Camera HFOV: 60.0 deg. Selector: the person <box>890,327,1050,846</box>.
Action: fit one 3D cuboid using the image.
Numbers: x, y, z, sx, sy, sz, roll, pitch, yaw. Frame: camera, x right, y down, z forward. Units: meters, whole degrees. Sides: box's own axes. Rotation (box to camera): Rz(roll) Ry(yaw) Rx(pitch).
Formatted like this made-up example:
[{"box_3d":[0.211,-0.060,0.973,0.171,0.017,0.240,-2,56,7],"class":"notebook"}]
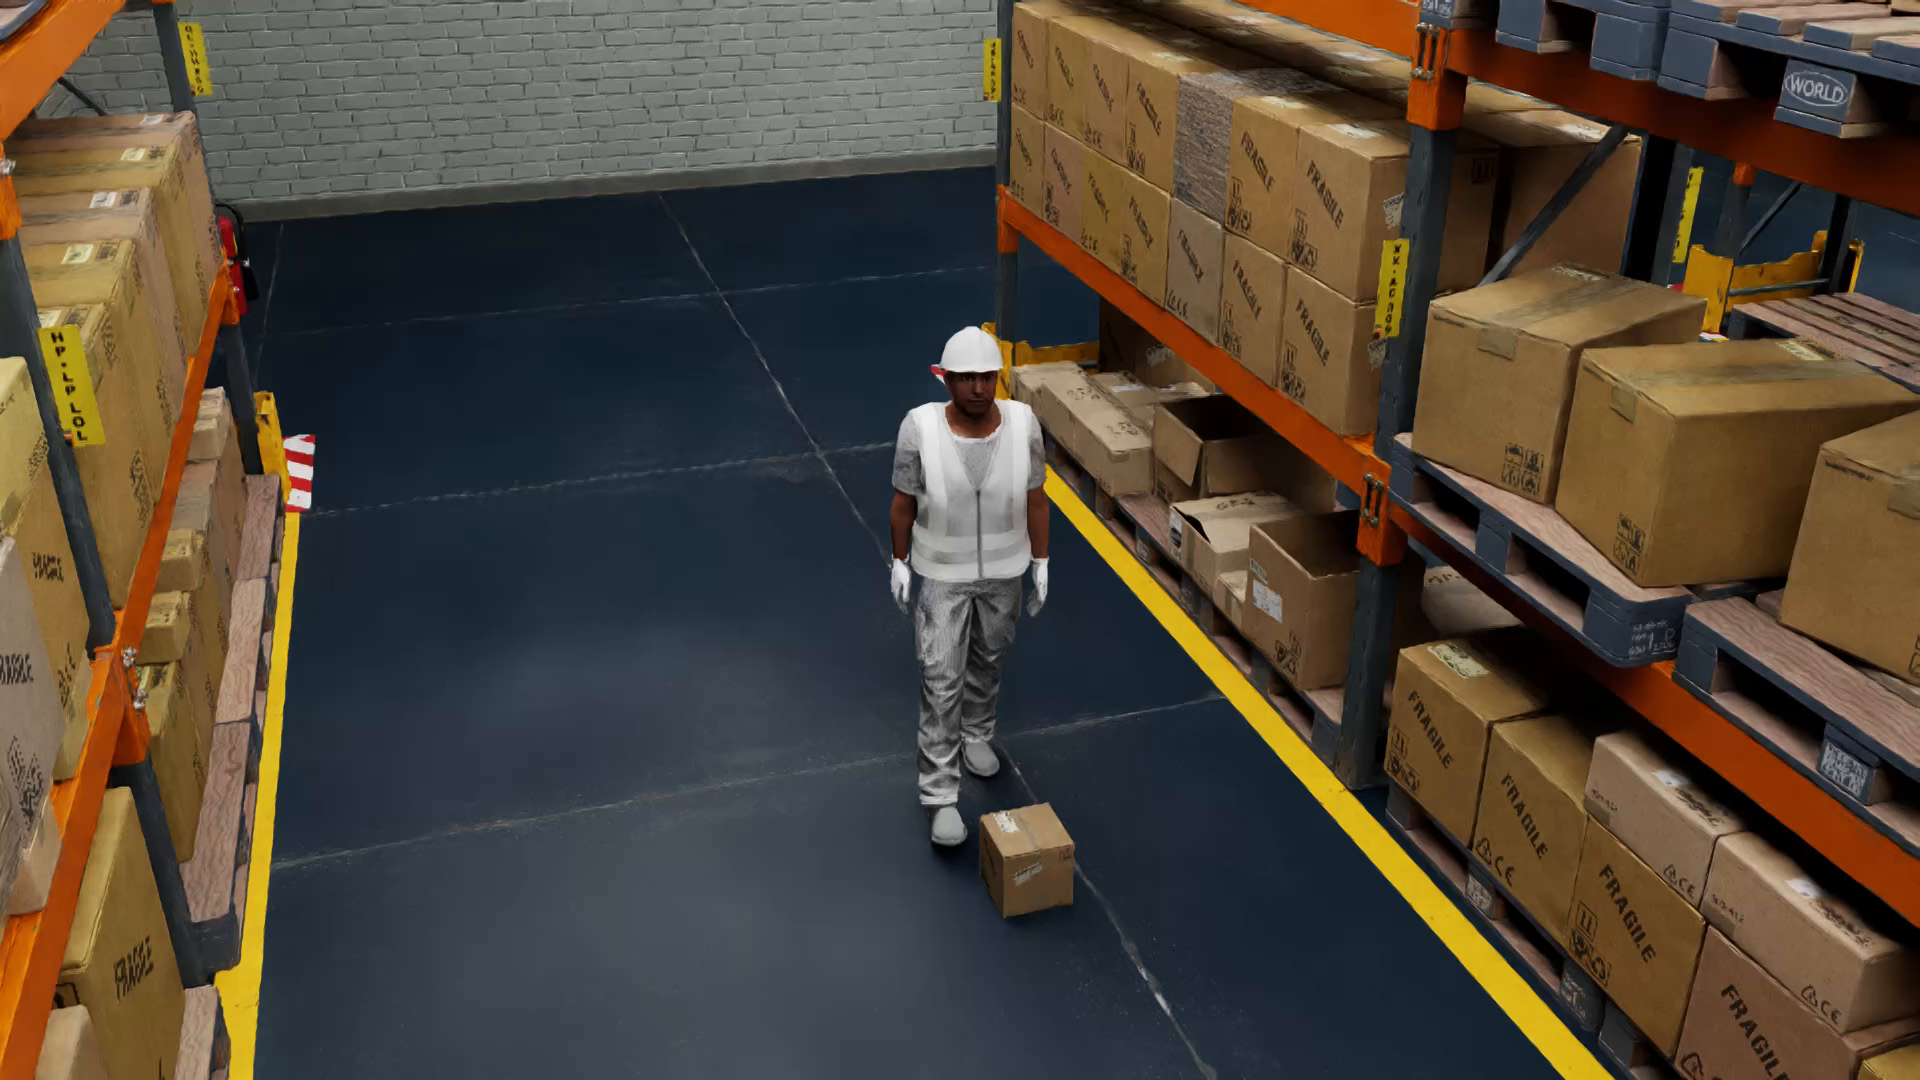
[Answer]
[{"box_3d":[0.071,0.149,5.765,0.554,1.767,0.771,-6,27,-12],"class":"person"}]
